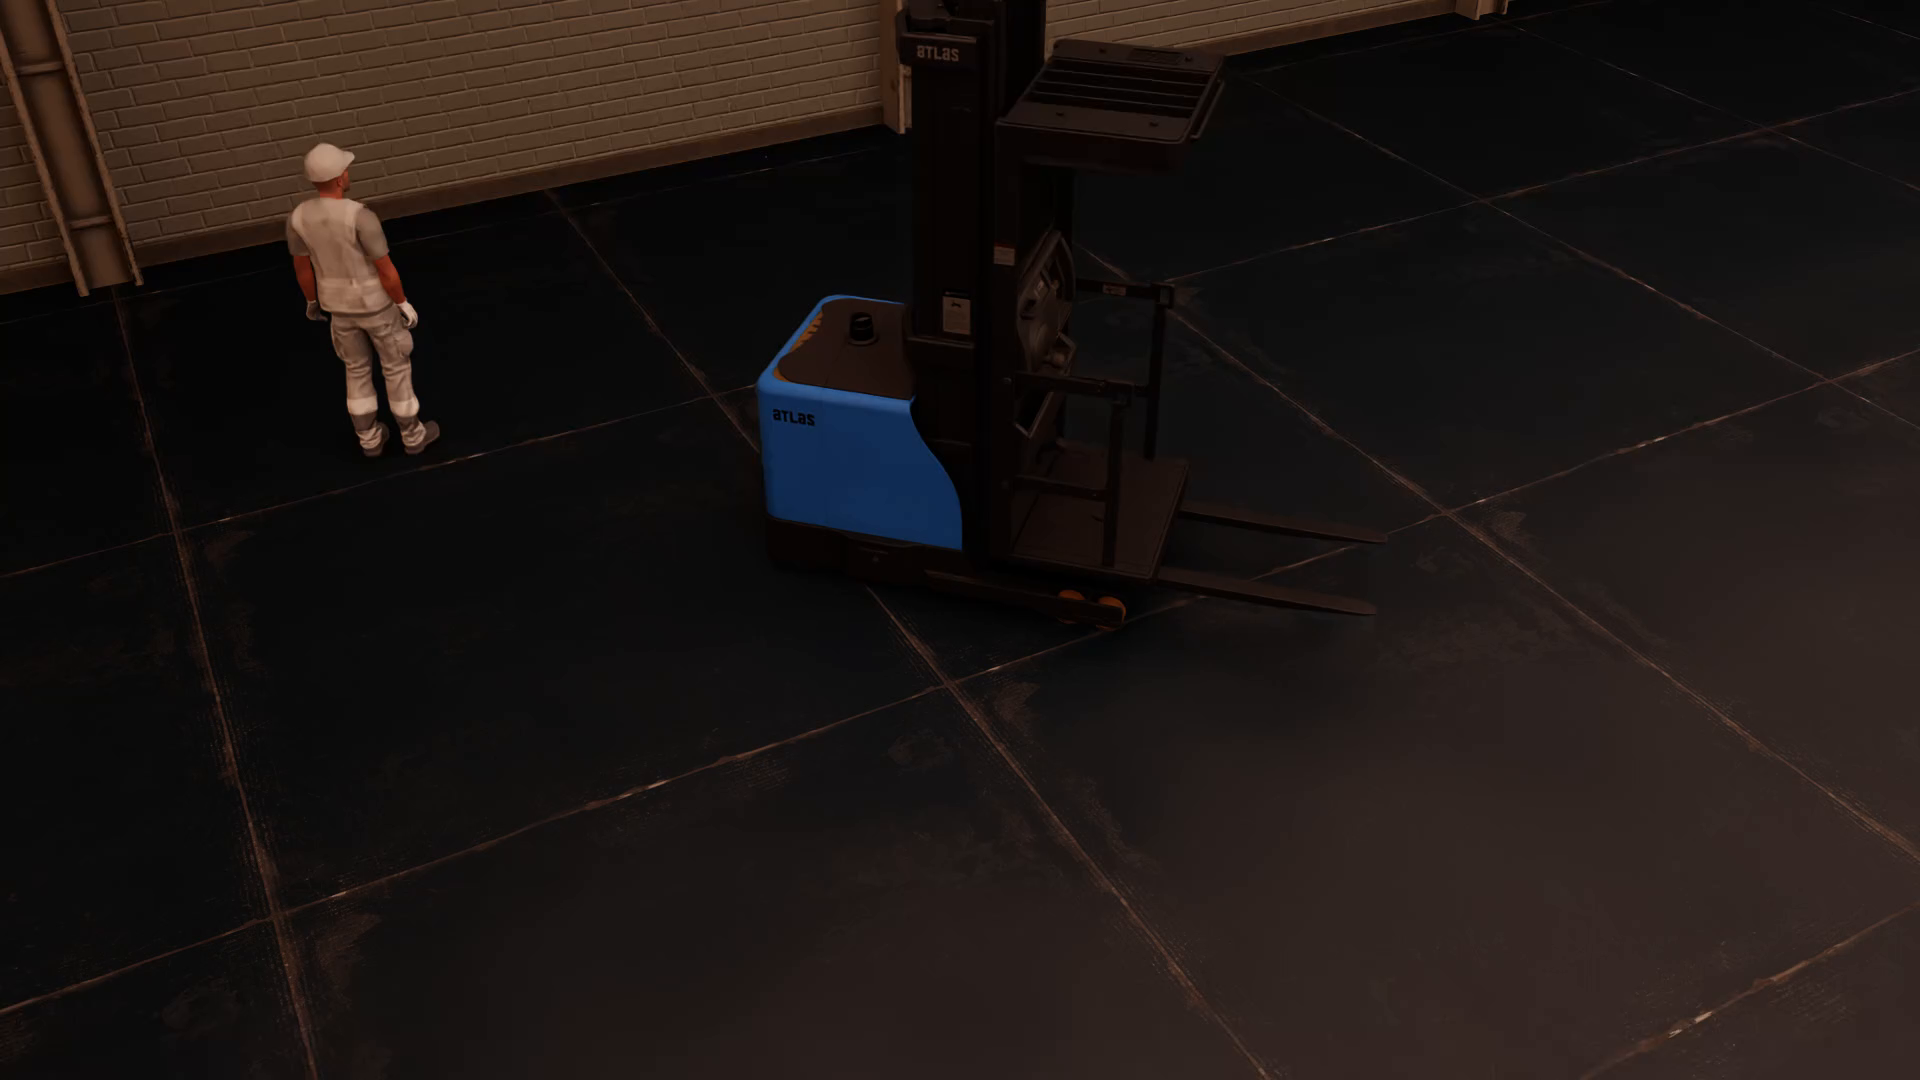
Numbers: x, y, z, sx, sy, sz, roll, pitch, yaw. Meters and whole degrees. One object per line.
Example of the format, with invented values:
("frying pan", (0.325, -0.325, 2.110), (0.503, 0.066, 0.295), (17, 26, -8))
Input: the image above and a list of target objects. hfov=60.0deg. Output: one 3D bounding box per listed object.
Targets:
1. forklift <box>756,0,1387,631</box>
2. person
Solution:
("forklift", (0.588, -1.100, 7.679), (3.031, 2.935, 1.130), (10, 36, 13))
("person", (-3.200, -1.274, 8.917), (0.614, 1.794, 0.378), (4, 35, 5))
